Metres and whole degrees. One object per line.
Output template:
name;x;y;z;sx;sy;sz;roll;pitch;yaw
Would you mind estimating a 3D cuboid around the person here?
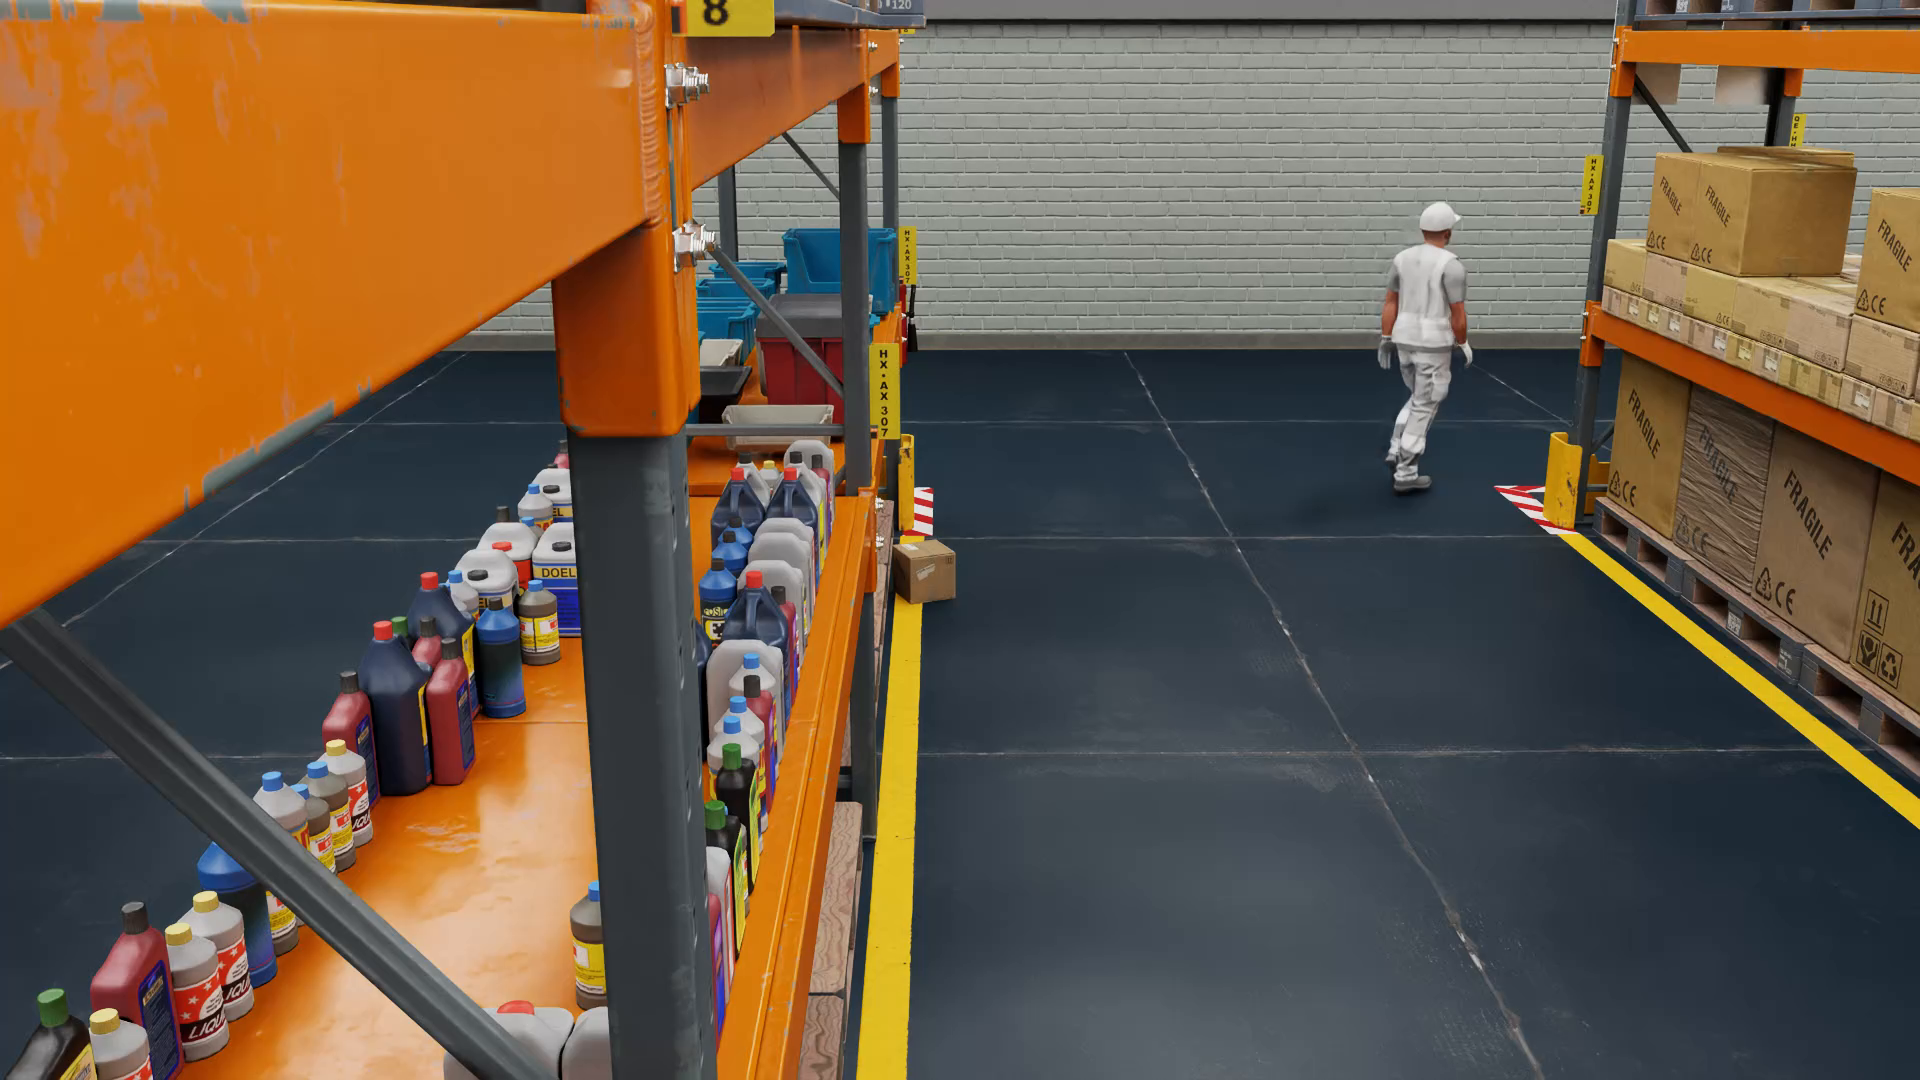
person;2.906;-1.190;10.363;0.472;1.812;0.554;-11;20;-32
